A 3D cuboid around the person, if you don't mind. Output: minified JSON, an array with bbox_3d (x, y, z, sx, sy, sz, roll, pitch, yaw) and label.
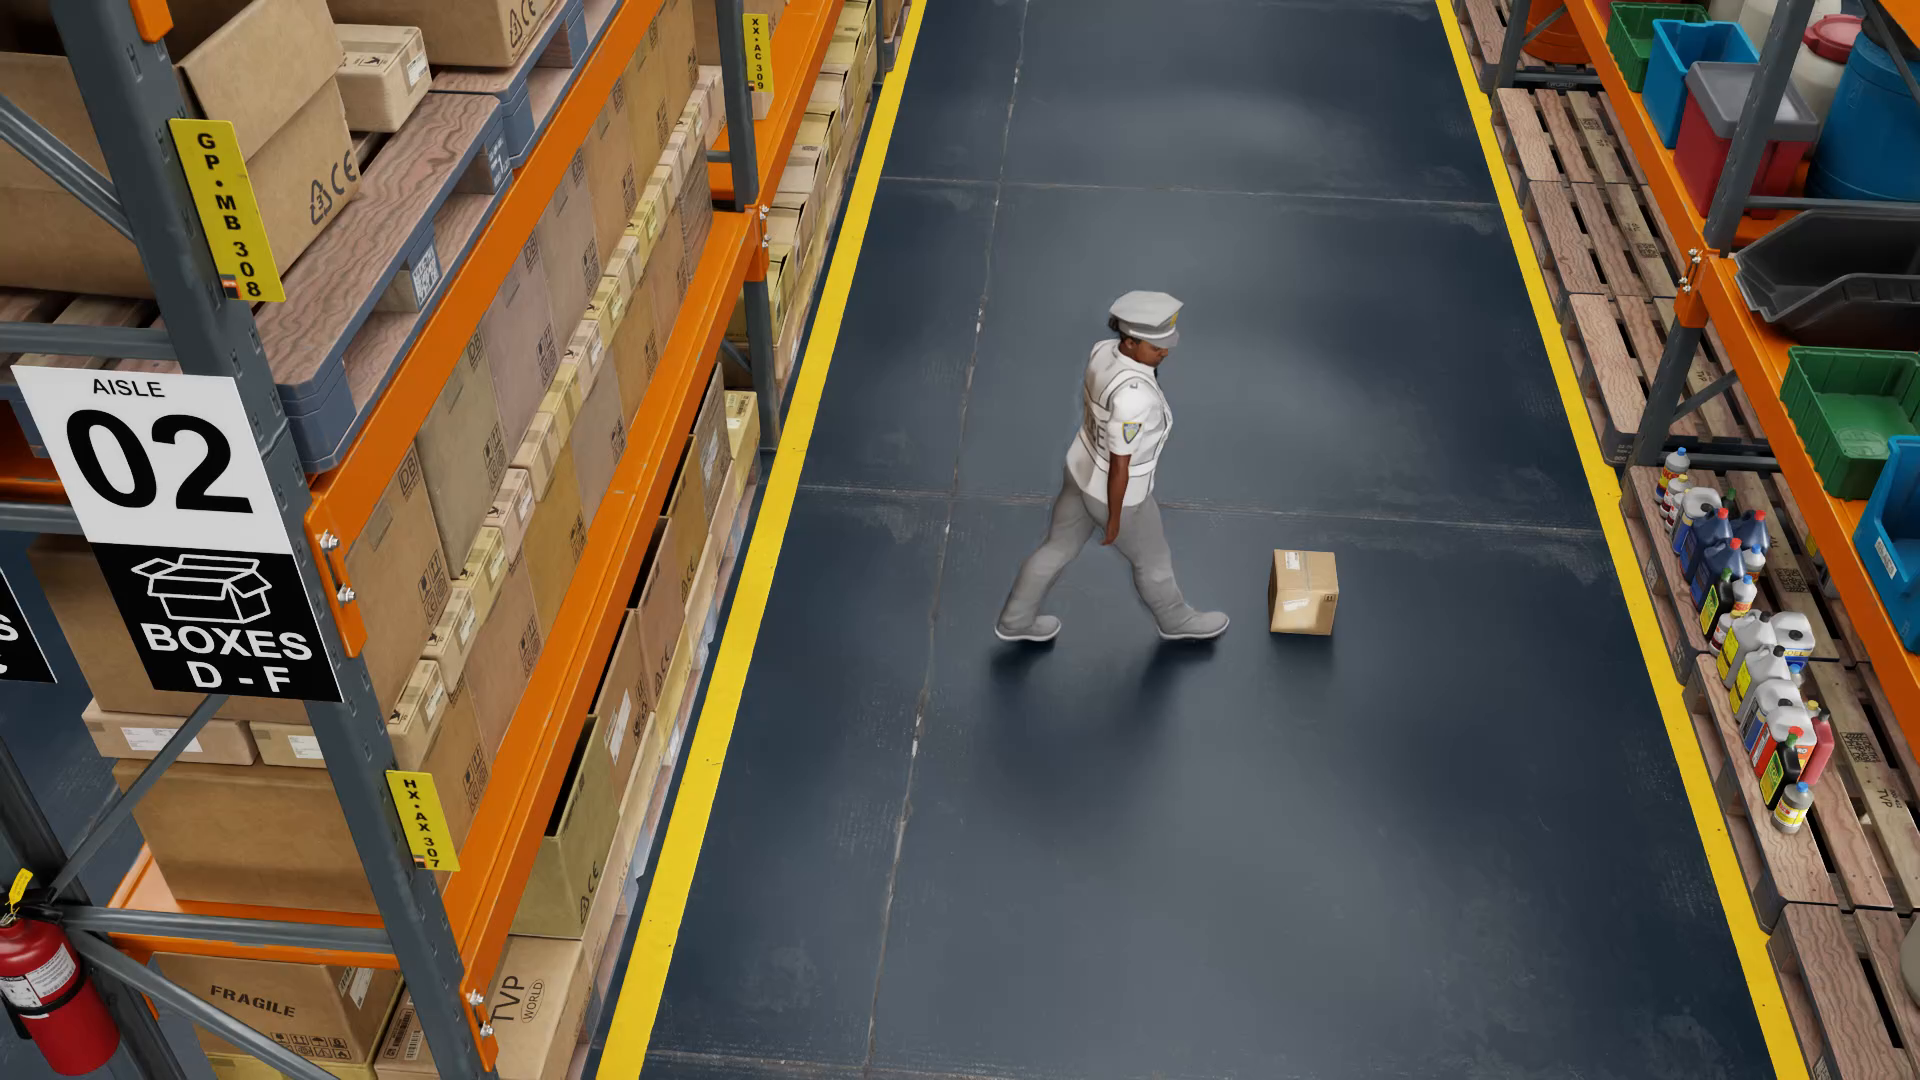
[{"bbox_3d":[0.623,-0.236,6.422,0.951,1.605,0.457,-11,42,-13],"label":"person"}]
